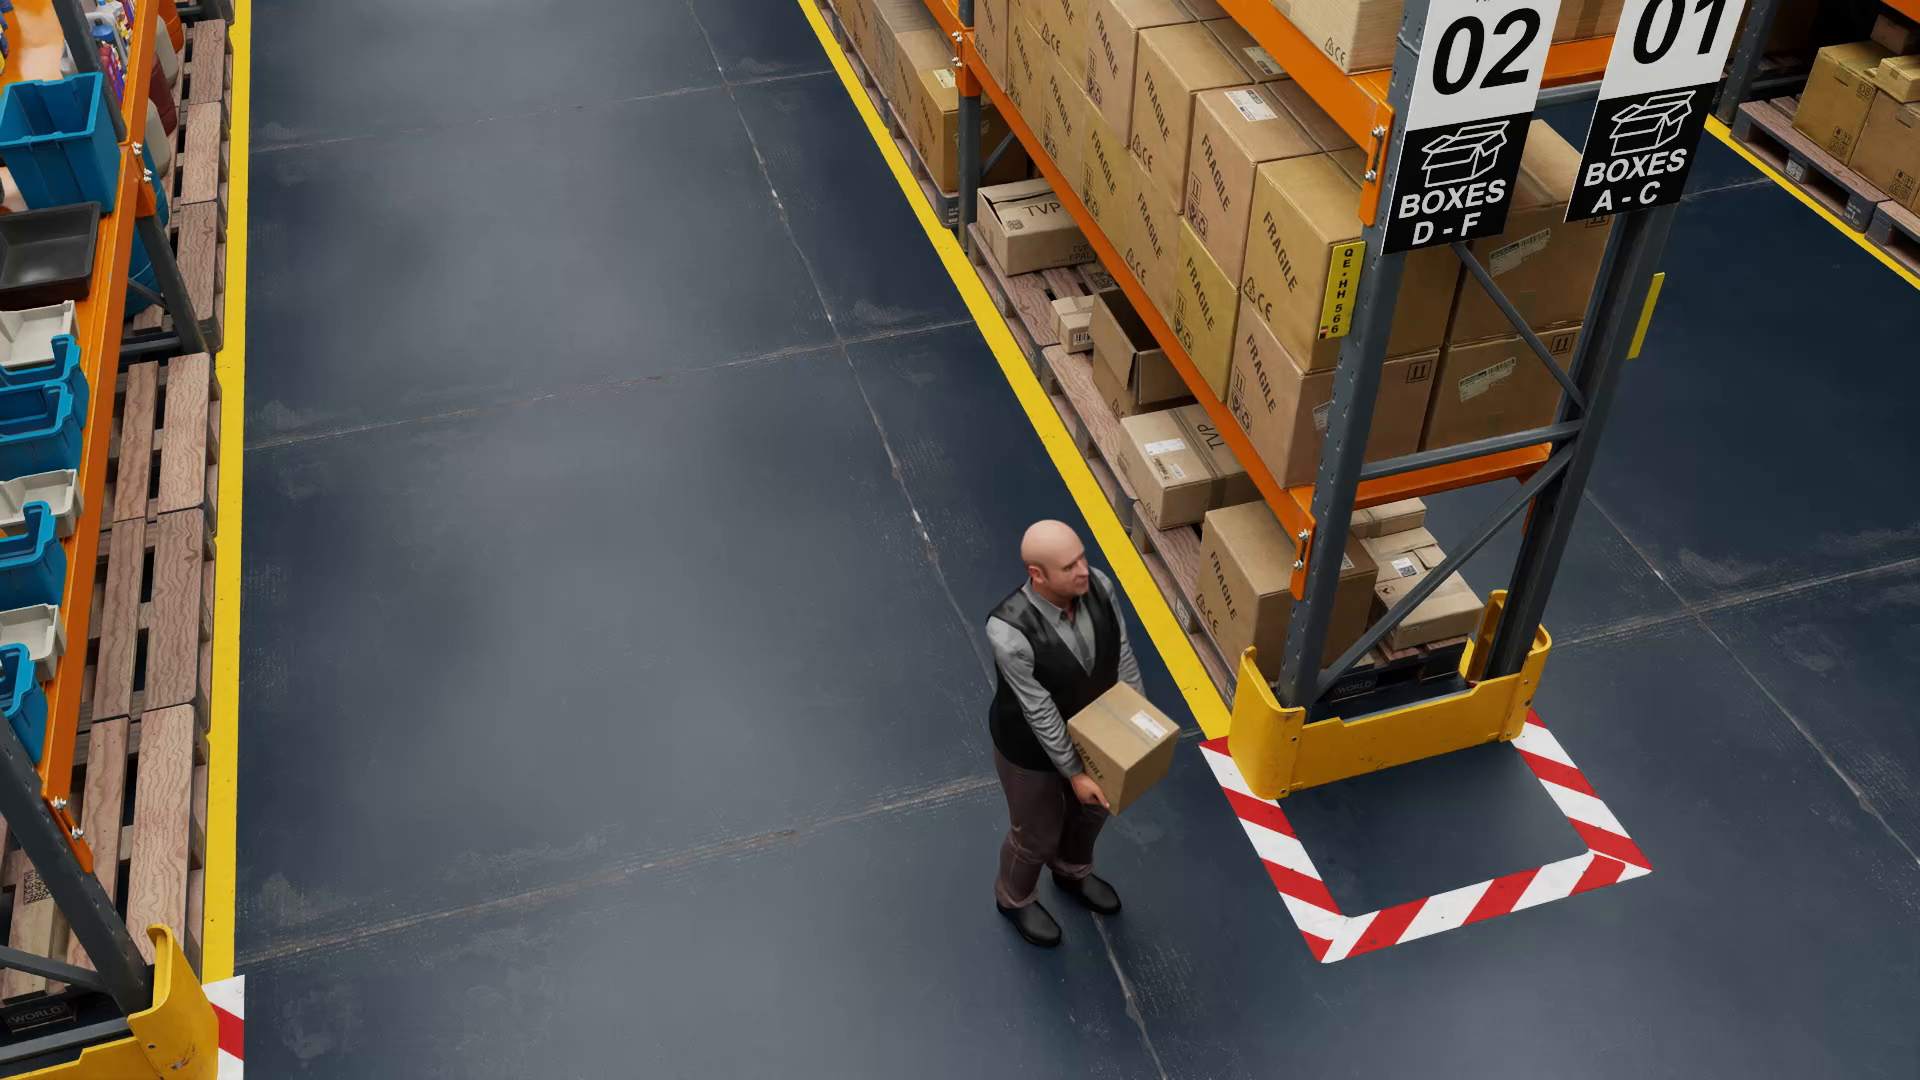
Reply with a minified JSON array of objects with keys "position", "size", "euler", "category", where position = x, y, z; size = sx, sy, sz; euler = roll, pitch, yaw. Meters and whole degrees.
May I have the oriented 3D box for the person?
[{"position":[0.380,0.677,5.432],"size":[0.494,1.711,0.551],"euler":[-33,51,-31],"category":"person"}]
